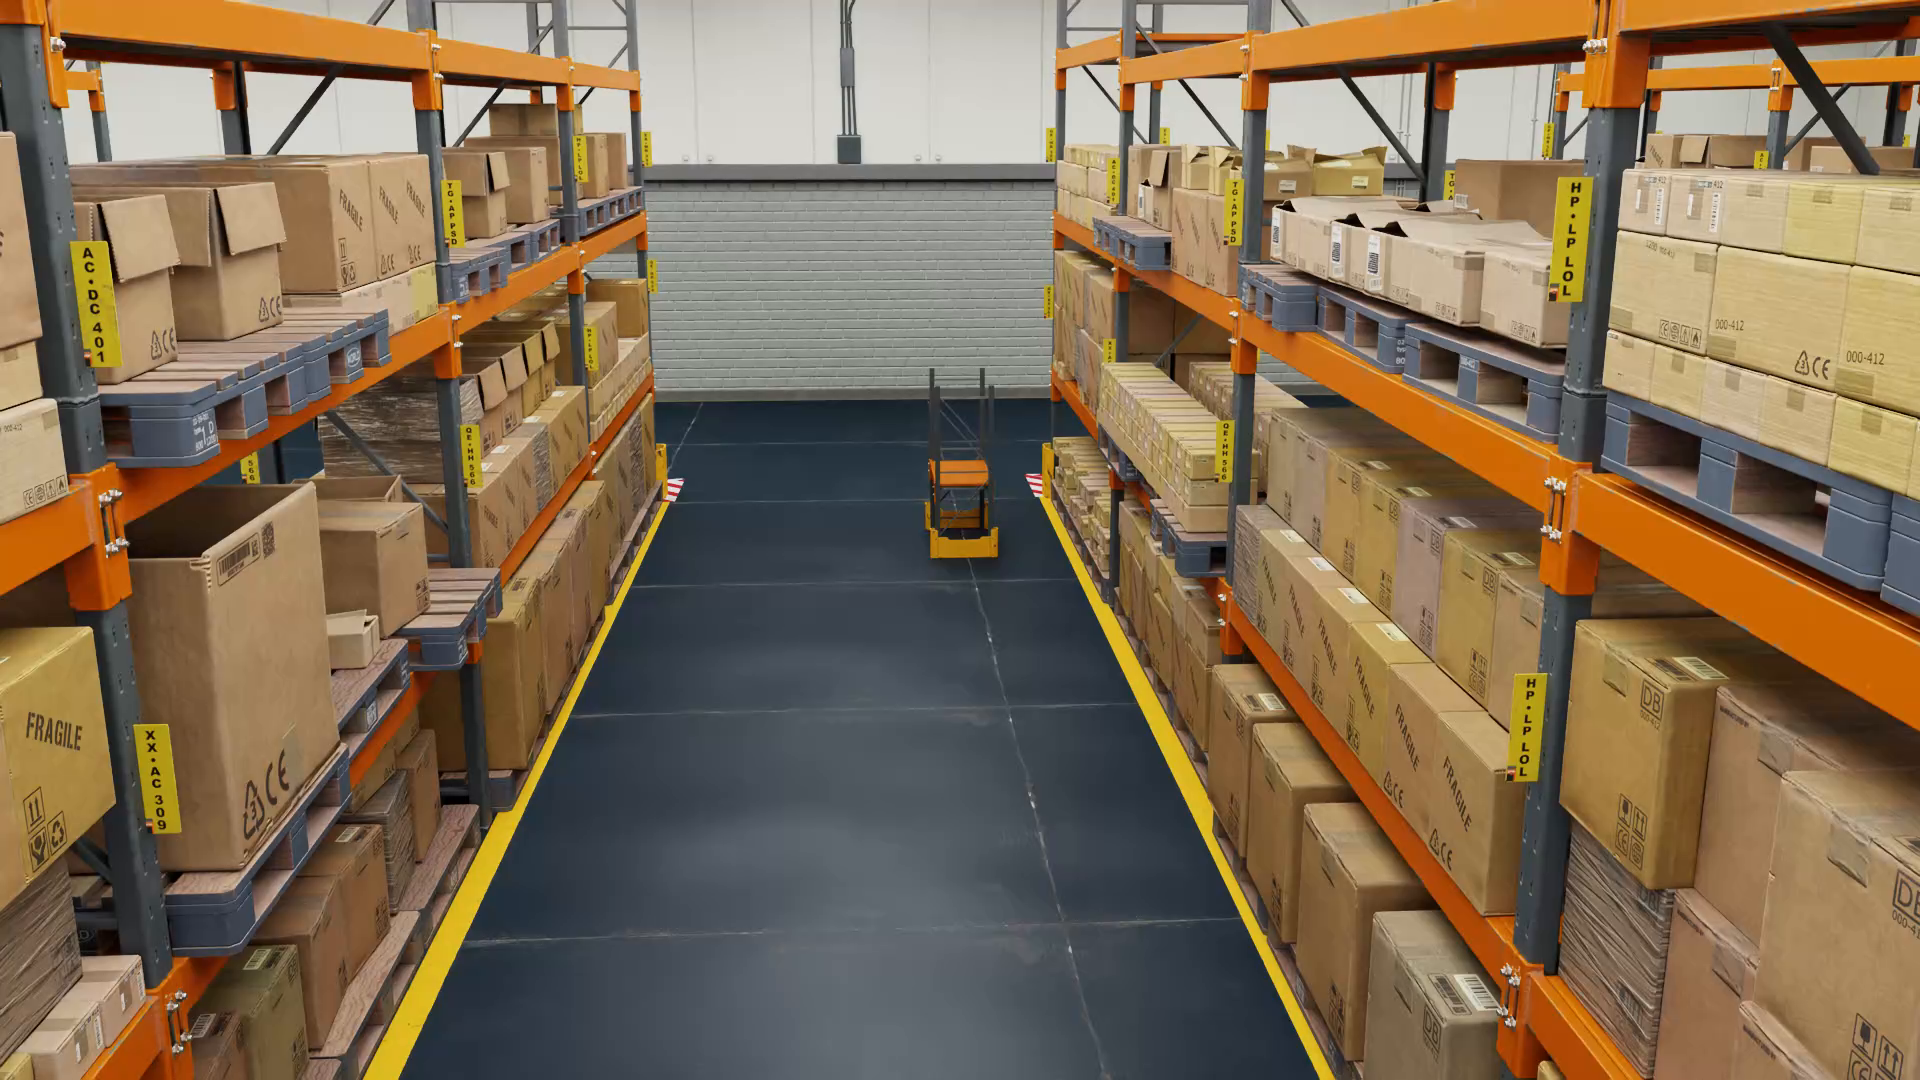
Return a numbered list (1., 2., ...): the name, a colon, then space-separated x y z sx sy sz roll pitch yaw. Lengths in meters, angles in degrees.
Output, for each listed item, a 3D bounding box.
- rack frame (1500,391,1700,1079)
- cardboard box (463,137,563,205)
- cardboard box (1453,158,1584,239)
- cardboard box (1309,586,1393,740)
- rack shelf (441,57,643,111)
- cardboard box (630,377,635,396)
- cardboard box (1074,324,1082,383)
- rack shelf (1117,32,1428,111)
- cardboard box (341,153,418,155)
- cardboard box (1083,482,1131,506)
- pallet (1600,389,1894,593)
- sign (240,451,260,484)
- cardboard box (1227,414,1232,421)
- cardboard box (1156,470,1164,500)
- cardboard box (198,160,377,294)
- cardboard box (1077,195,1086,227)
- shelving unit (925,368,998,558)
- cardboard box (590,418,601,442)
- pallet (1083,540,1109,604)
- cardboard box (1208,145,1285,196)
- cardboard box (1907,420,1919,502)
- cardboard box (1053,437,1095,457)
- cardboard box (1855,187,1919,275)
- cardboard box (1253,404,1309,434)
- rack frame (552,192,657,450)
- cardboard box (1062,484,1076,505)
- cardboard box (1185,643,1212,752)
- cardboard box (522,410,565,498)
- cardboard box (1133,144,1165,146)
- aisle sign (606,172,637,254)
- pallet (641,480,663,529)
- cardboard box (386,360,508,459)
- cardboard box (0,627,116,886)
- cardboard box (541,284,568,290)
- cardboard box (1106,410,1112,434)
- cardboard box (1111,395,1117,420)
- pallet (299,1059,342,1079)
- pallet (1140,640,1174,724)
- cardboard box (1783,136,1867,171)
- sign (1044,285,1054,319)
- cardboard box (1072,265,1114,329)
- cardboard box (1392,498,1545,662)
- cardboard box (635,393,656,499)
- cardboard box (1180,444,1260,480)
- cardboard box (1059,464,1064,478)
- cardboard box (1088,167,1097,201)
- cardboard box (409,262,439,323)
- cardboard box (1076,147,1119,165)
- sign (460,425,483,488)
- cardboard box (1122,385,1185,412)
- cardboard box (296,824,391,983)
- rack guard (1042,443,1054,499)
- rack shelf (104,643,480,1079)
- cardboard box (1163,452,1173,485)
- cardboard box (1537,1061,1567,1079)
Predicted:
1. rack frame: 2.163 1.049 4.929 1.000 3.000 0.127 -1 14 -3
2. cardboard box: -3.398 -2.836 12.764 0.700 0.500 0.500 -2 15 -7
3. cardboard box: 2.302 -1.271 6.681 0.500 0.500 0.500 -1 14 -3
4. cardboard box: 1.767 0.497 6.873 0.500 0.500 0.500 -1 14 -4
5. rack shelf: -3.413 -3.750 13.787 1.077 0.370 4.000 -1 14 -3
6. cardboard box: -3.105 -1.360 14.798 0.380 0.149 0.250 -1 14 -3
7. cardboard box: 1.286 -1.630 14.546 0.500 0.500 0.500 -1 14 -5
8. rack shelf: 1.791 -2.806 10.121 1.077 0.370 4.000 -1 14 -3
9. cardboard box: -3.292 -1.963 9.571 0.500 0.500 0.500 0 14 0
10. cardboard box: 1.260 -0.392 14.216 0.380 0.149 0.250 -2 15 -6
11. pallet: 2.203 -0.157 3.775 1.003 0.211 1.213 -1 14 -3
12. sign: -3.595 -0.446 8.415 0.100 0.325 0.005 -1 14 -3
13. cardboard box: 1.974 -0.743 10.957 0.380 0.149 0.250 -1 14 -3
14. cardboard box: 1.384 -0.331 9.954 0.380 0.149 0.250 -1 14 -4
15. cardboard box: -2.704 -1.272 6.727 0.500 0.500 0.500 -1 14 -2
16. cardboard box: 1.286 -2.812 14.218 0.500 0.250 0.500 -1 14 -4
17. shelving unit: 0.005 -0.707 14.766 0.587 1.500 1.083 -1 14 -3
18. cardboard box: -2.976 -0.846 12.799 0.380 0.149 0.250 -1 14 -3
19. pallet: 1.590 0.243 13.657 1.003 0.211 1.213 -1 14 -3
20. cardboard box: 1.584 -2.041 9.184 0.396 0.266 0.258 -1 14 -3
21. cardboard box: 1.927 -0.121 2.919 0.380 0.149 0.250 -1 14 -3
22. cardboard box: 1.113 -0.911 16.230 0.380 0.149 0.250 -2 15 -6
23. cardboard box: 1.911 -0.571 3.065 0.380 0.149 0.250 -1 14 -3
24. cardboard box: 1.997 -0.760 10.429 0.380 0.149 0.250 0 14 -2
25. rack frame: -3.537 -1.884 16.328 1.000 3.000 0.127 -1 14 -3
26. cardboard box: 1.159 -0.432 15.564 0.380 0.149 0.250 -1 14 -3
27. cardboard box: 1.613 0.902 9.675 0.500 0.500 0.500 -1 14 -4
28. cardboard box: -2.925 -0.572 11.031 0.500 0.500 0.500 -1 14 -4
29. cardboard box: 1.733 -3.672 15.758 0.380 0.149 0.250 -1 14 -4
30. aisle sign: -3.242 -3.165 16.092 0.394 0.787 0.004 -1 14 -3
31. pallet: -3.410 -0.336 15.908 1.003 0.211 1.213 -1 14 -3
32. cardboard box: -3.108 -0.773 9.796 0.797 0.503 0.637 -1 14 -2
33. cardboard box: -2.491 0.531 4.137 0.500 0.500 0.500 -1 14 -3
34. cardboard box: -3.746 -2.071 15.253 0.500 0.500 0.500 -1 14 -5
35. cardboard box: 1.256 -0.848 11.965 0.380 0.149 0.250 -1 14 -3
36. cardboard box: 1.267 -0.933 11.696 0.380 0.149 0.250 -1 14 -2
37. pallet: -2.843 2.257 5.829 1.003 0.211 1.213 -1 14 -3
38. pallet: 1.796 0.908 11.075 1.003 0.211 1.213 -1 14 -3
39. cardboard box: 6.775 -2.945 13.187 0.500 0.500 0.500 -1 14 -2
40. sign: 0.878 -2.346 16.388 0.100 0.325 0.005 -1 14 -3
41. cardboard box: 1.265 -2.115 14.421 0.500 0.500 0.500 -1 14 -5
42. cardboard box: 2.062 0.139 6.257 0.700 0.500 0.500 -1 14 -3
43. cardboard box: -3.418 -0.900 15.927 0.875 0.875 0.875 -1 14 -3
44. cardboard box: 1.427 -0.430 9.147 0.380 0.149 0.250 -1 15 -6
45. cardboard box: 1.156 -0.699 16.004 0.380 0.149 0.250 -1 14 -4
46. cardboard box: 1.327 -2.933 13.683 0.500 0.250 0.500 0 14 -1
47. cardboard box: -2.767 -1.160 7.796 0.500 0.250 0.500 -1 14 -3
48. cardboard box: 1.211 -3.344 14.482 0.380 0.149 0.250 0 14 -2
49. sign: -2.500 -0.427 8.503 0.100 0.325 0.005 -1 14 -3
50. cardboard box: 1.299 -0.946 11.153 0.380 0.149 0.250 -1 14 -4
51. cardboard box: -2.891 1.548 7.123 0.700 0.500 0.500 0 14 1
52. rack guard: 1.424 -0.706 16.766 1.175 0.500 0.348 -1 14 -3
53. rack shelf: -2.918 0.952 6.752 1.077 0.370 4.000 -1 14 -3
54. cardboard box: 1.393 -0.419 9.700 0.380 0.149 0.250 -1 14 -2
55. cardboard box: 2.132 2.032 4.530 0.875 0.875 0.875 -1 14 -3
